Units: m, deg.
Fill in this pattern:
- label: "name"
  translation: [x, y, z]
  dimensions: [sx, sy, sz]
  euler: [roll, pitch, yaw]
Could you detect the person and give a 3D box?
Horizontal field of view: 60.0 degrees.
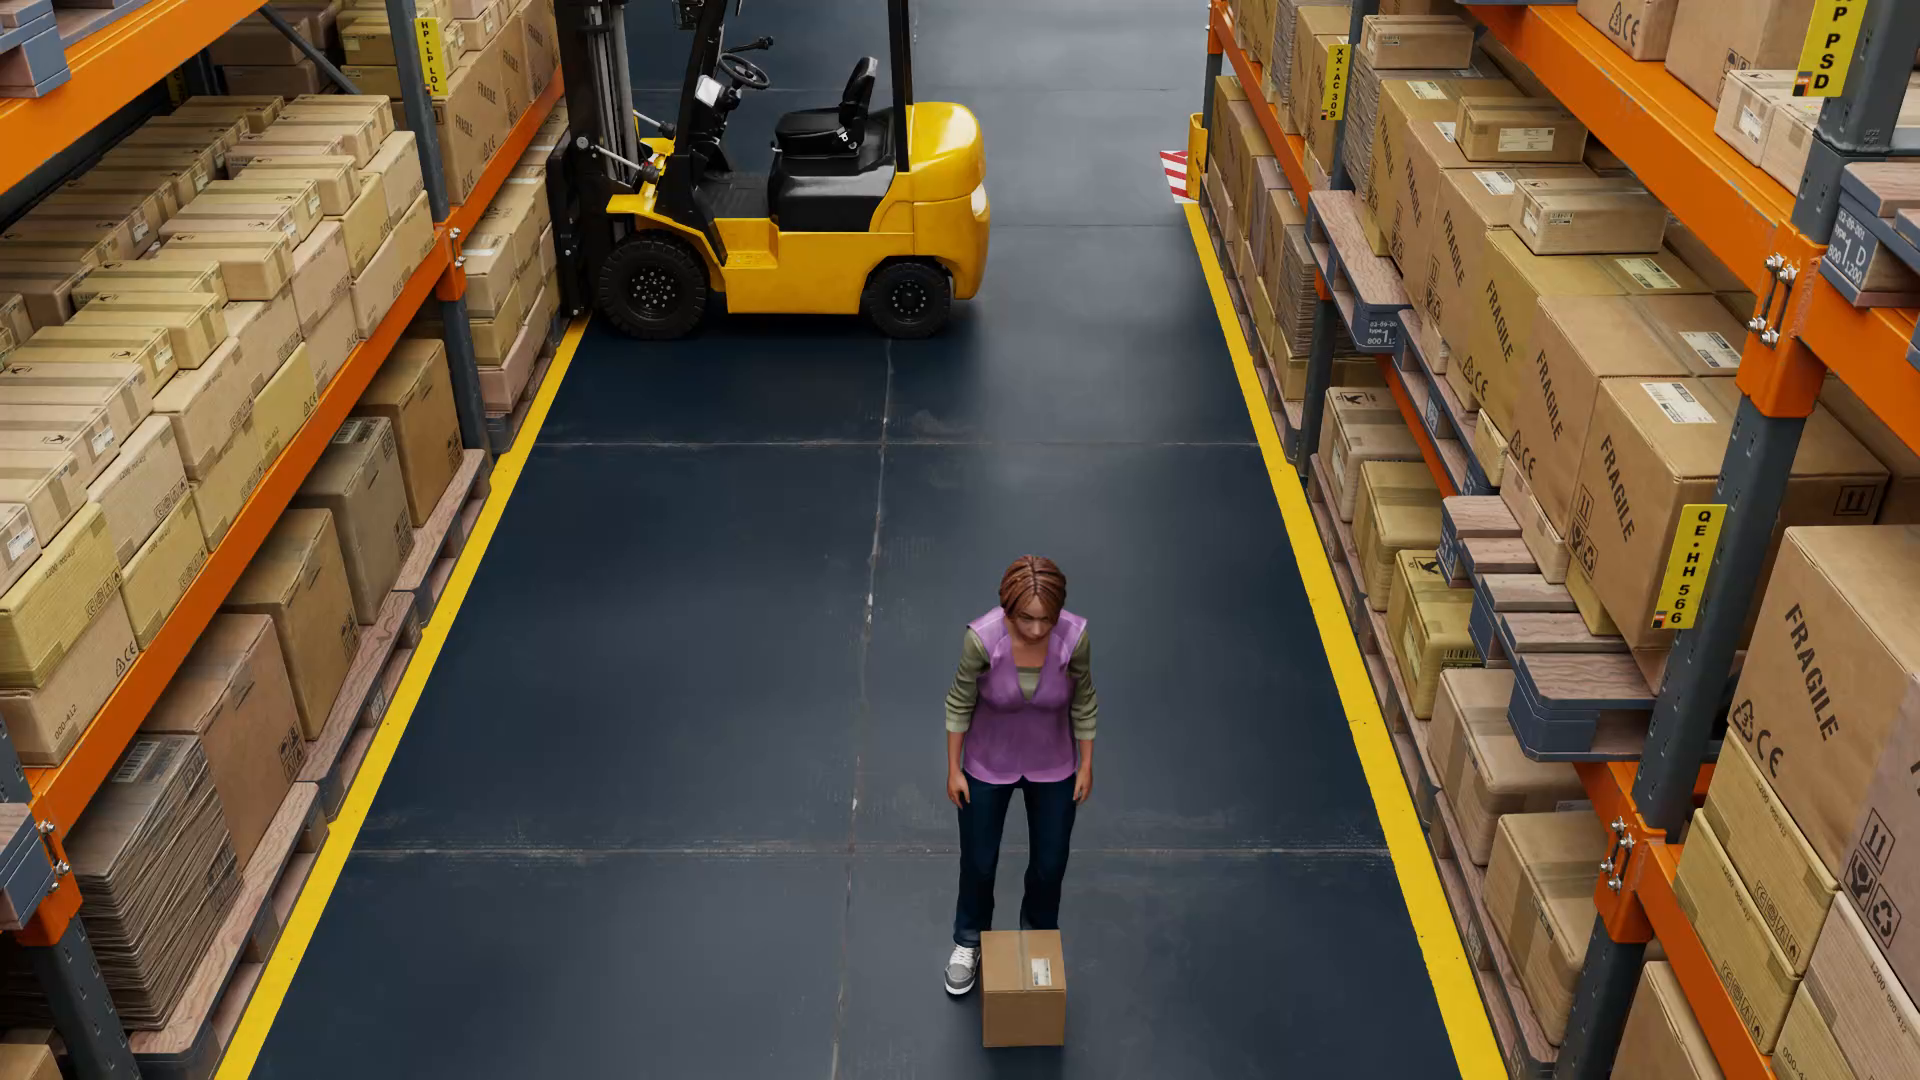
- label: "person"
  translation: [0.181, 0.708, 5.012]
  dimensions: [0.469, 1.592, 0.377]
  euler: [-1, 32, -2]
